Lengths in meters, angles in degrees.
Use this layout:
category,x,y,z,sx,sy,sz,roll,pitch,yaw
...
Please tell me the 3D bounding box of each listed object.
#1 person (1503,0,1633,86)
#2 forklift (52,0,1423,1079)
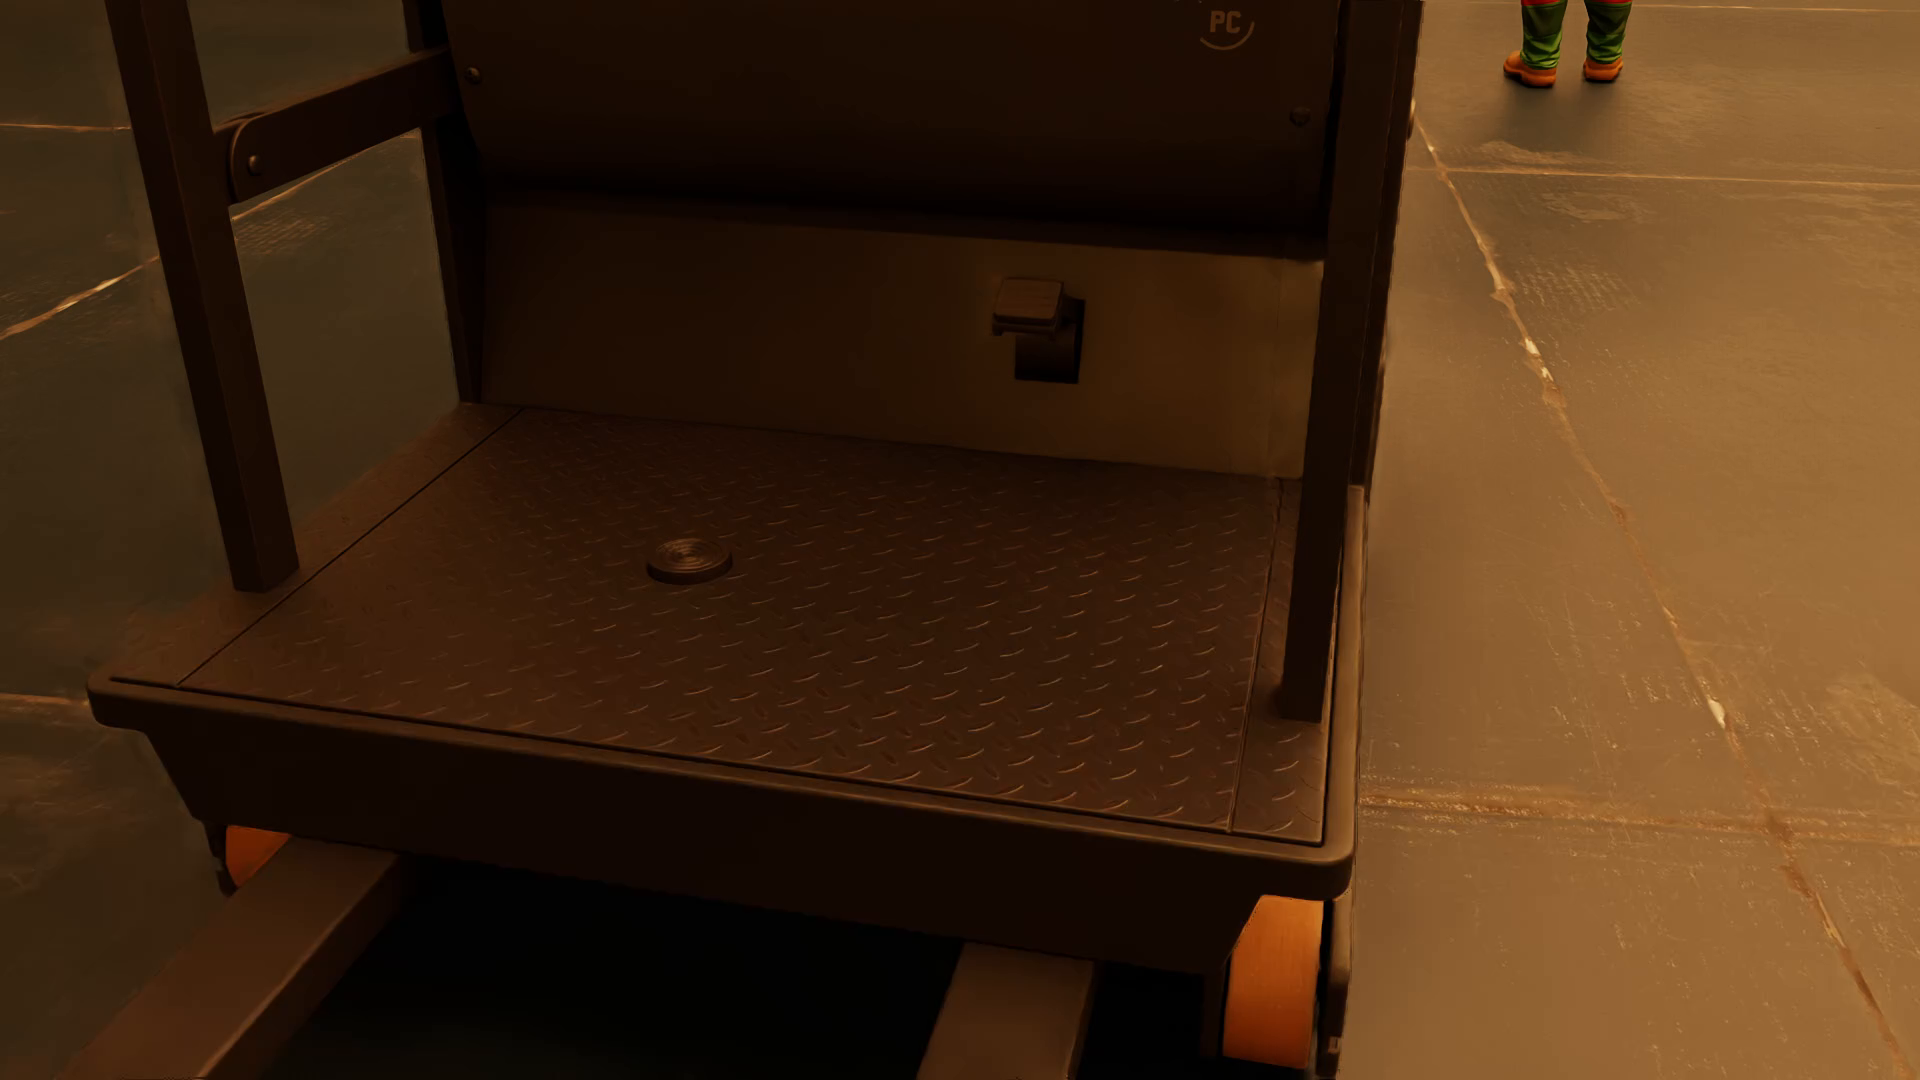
category,x,y,z,sx,sy,sz,roll,pitch,yaw
person,1.947,-2.372,5.176,0.637,1.737,0.557,3,27,7
forklift,-0.132,-1.015,1.251,1.130,2.935,3.031,6,27,12
